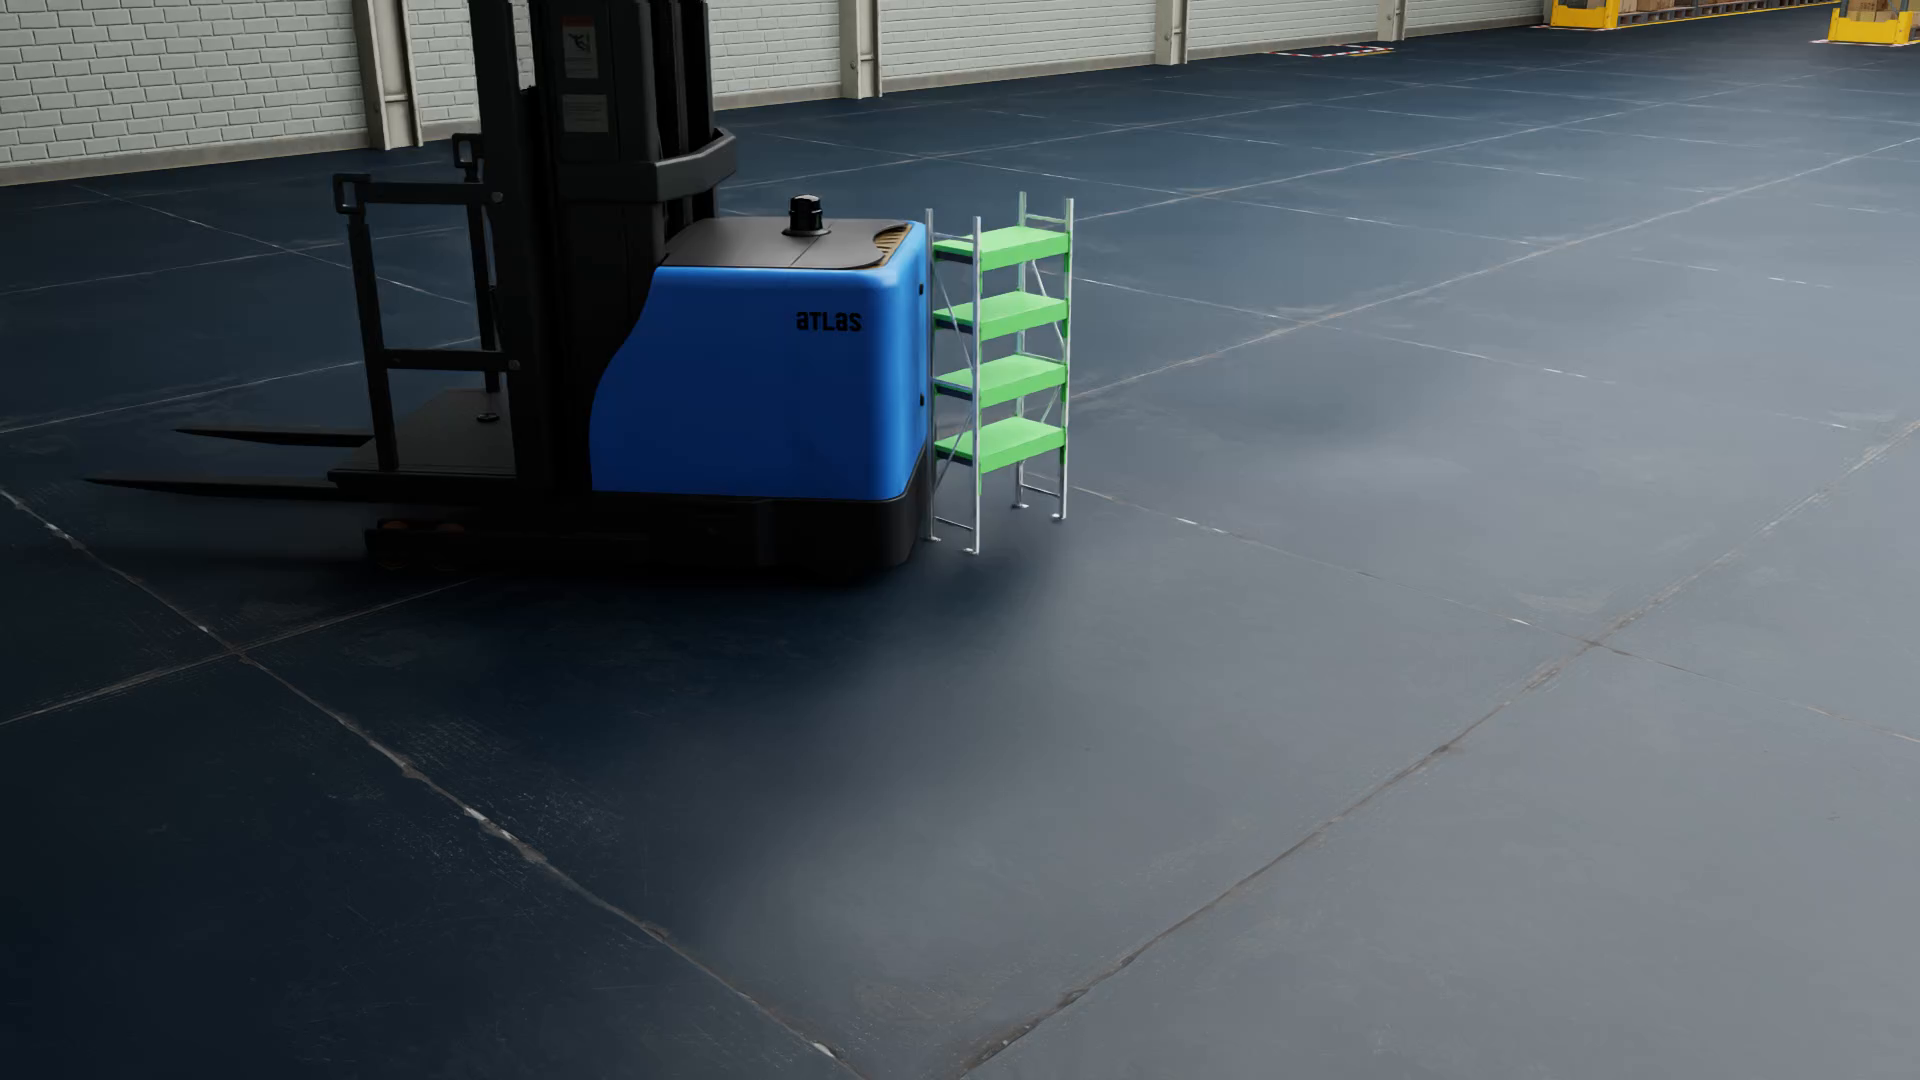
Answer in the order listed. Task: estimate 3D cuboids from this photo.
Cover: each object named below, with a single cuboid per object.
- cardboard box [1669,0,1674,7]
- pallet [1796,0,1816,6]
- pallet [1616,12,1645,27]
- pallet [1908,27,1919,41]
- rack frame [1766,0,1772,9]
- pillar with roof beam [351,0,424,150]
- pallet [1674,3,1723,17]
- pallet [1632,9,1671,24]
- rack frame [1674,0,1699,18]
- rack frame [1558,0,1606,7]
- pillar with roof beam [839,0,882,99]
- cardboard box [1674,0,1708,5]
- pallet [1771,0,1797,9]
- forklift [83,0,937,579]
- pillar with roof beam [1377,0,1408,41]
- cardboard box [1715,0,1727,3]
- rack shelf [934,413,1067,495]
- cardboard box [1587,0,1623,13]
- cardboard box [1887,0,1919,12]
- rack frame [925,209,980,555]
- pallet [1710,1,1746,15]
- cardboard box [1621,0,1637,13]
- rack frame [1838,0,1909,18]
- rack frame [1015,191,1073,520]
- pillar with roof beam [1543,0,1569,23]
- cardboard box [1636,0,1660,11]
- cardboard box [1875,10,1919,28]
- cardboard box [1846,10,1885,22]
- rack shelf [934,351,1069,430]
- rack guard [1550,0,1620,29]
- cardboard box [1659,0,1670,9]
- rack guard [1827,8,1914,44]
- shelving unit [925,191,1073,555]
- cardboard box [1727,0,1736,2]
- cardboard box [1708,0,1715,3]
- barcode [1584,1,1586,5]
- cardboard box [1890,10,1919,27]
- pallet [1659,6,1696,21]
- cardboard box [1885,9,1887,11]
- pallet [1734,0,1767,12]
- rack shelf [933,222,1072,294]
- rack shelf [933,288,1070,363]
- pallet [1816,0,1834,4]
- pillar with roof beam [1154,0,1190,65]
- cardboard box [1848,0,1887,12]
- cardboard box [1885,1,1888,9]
[{"bbox_3d":[13.955,-10.683,33.025,0.380,0.166,0.250,15,26,34],"label":"cardboard box"},{"bbox_3d":[18.552,-12.168,37.438,1.003,0.211,1.213,19,28,41],"label":"pallet"},{"bbox_3d":[12.161,-9.835,31.369,1.003,0.211,1.213,19,28,41],"label":"pallet"},{"bbox_3d":[15.572,-8.584,28.113,1.003,0.211,1.213,19,28,41],"label":"pallet"},{"bbox_3d":[17.097,-12.974,35.648,1.000,3.000,0.127,19,28,41],"label":"rack frame"},{"bbox_3d":[-2.273,-6.867,11.399,9.100,9.000,0.400,19,28,41],"label":"pillar with roof beam"},{"bbox_3d":[14.849,-10.844,33.995,1.003,0.211,1.213,19,28,41],"label":"pallet"},{"bbox_3d":[13.012,-10.147,32.181,1.003,0.211,1.213,19,28,41],"label":"pallet"},{"bbox_3d":[14.307,-11.946,32.973,1.000,3.000,0.127,19,28,41],"label":"rack frame"},{"bbox_3d":[11.516,-10.917,30.298,1.000,3.000,0.127,19,28,41],"label":"rack frame"},{"bbox_3d":[1.912,-8.410,15.411,9.100,9.000,0.400,19,28,41],"label":"pillar with roof beam"},{"bbox_3d":[14.808,-11.177,33.845,0.500,0.500,0.700,-19,28,-40],"label":"cardboard box"},{"bbox_3d":[17.701,-11.856,36.626,1.003,0.211,1.213,19,28,41],"label":"pallet"},{"bbox_3d":[-1.642,-1.443,5.744,3.031,2.935,1.130,2,21,6],"label":"forklift"},{"bbox_3d":[10.284,-11.494,23.437,9.100,9.000,0.400,19,28,41],"label":"pillar with roof beam"},{"bbox_3d":[15.518,-11.444,34.538,0.700,0.500,0.500,20,28,41],"label":"cardboard box"},{"bbox_3d":[0.140,-0.320,6.081,0.258,0.148,0.480,18,28,39],"label":"rack shelf"},{"bbox_3d":[12.063,-10.023,31.105,0.500,0.311,0.500,15,26,35],"label":"cardboard box"},{"bbox_3d":[15.949,-9.152,27.907,0.500,0.500,0.500,19,28,41],"label":"cardboard box"},{"bbox_3d":[-0.025,-0.539,5.804,0.240,1.200,0.015,18,28,39],"label":"rack frame"},{"bbox_3d":[15.700,-11.160,34.814,1.003,0.211,1.213,19,28,41],"label":"pallet"},{"bbox_3d":[12.461,-10.170,31.486,0.500,0.311,0.500,-17,27,-38],"label":"cardboard box"},{"bbox_3d":[15.068,-9.678,27.074,1.000,3.000,0.127,19,28,41],"label":"rack frame"},{"bbox_3d":[0.306,-0.668,6.139,0.240,1.200,0.015,18,28,39],"label":"rack frame"},{"bbox_3d":[14.469,-13.037,27.449,9.100,9.000,0.400,19,28,41],"label":"pillar with roof beam"},{"bbox_3d":[13.009,-10.434,31.910,0.700,0.500,0.500,17,27,37],"label":"cardboard box"},{"bbox_3d":[15.602,-8.673,27.706,0.500,0.250,0.500,19,28,41],"label":"cardboard box"},{"bbox_3d":[15.230,-8.803,28.043,0.500,0.250,0.500,19,28,41],"label":"cardboard box"},{"bbox_3d":[0.140,-0.544,5.995,0.258,0.148,0.480,18,28,39],"label":"rack shelf"},{"bbox_3d":[11.569,-9.770,30.797,1.175,0.500,0.348,19,28,41],"label":"rack guard"},{"bbox_3d":[13.611,-10.707,32.622,0.500,0.500,0.500,17,27,37],"label":"cardboard box"},{"bbox_3d":[15.051,-8.506,27.507,1.175,0.500,0.348,19,28,41],"label":"rack guard"},{"bbox_3d":[0.140,-0.603,5.972,0.258,1.200,0.503,18,28,39],"label":"shelving unit"},{"bbox_3d":[15.863,-11.576,34.882,0.700,0.500,0.500,19,28,40],"label":"cardboard box"},{"bbox_3d":[15.133,-11.323,34.224,0.700,0.500,0.500,19,28,40],"label":"cardboard box"},{"bbox_3d":[11.789,-10.132,31.376,0.001,0.075,0.075,19,28,41],"label":"barcode"},{"bbox_3d":[15.948,-8.803,28.043,0.500,0.250,0.500,19,28,41],"label":"cardboard box"},{"bbox_3d":[13.863,-10.462,33.001,1.003,0.211,1.213,19,28,41],"label":"pallet"},{"bbox_3d":[15.571,-8.934,28.386,0.500,0.250,0.500,19,28,41],"label":"cardboard box"},{"bbox_3d":[16.551,-11.472,35.626,1.003,0.211,1.213,19,28,41],"label":"pallet"},{"bbox_3d":[0.140,-0.992,5.822,0.258,0.148,0.480,18,28,39],"label":"rack shelf"},{"bbox_3d":[0.140,-0.768,5.909,0.258,0.148,0.480,18,28,39],"label":"rack shelf"},{"bbox_3d":[19.403,-12.483,38.258,1.003,0.211,1.213,19,28,41],"label":"pallet"},{"bbox_3d":[6.098,-9.952,19.424,9.100,9.000,0.400,19,28,41],"label":"pillar with roof beam"},{"bbox_3d":[15.229,-9.153,27.910,0.500,0.500,0.500,19,28,41],"label":"cardboard box"},{"bbox_3d":[15.916,-9.414,28.589,0.500,0.500,0.500,19,28,41],"label":"cardboard box"}]
